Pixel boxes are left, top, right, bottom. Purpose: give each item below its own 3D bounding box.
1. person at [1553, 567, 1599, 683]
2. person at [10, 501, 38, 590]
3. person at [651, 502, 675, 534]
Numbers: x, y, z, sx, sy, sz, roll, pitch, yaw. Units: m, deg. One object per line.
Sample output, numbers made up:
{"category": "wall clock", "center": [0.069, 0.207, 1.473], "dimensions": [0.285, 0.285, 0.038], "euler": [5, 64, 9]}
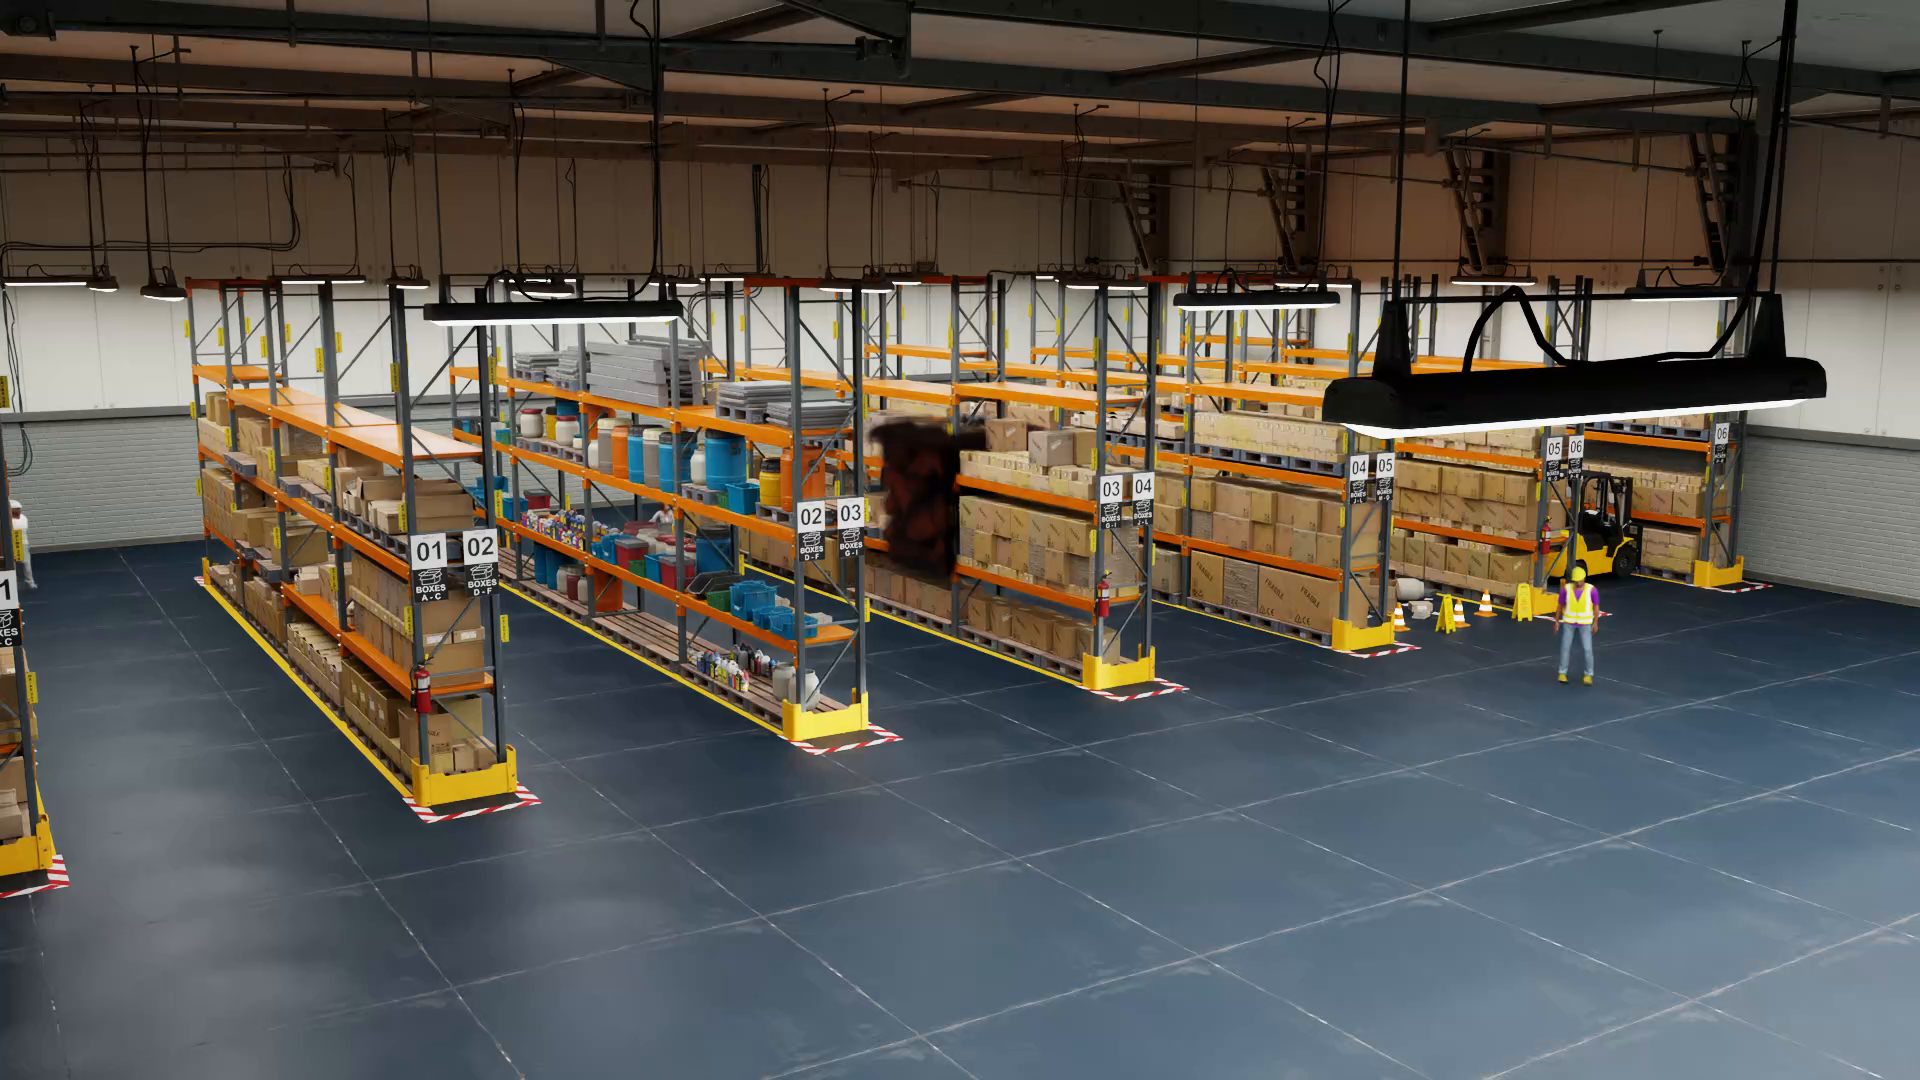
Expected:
{"category": "person", "center": [9.298, 1.267, 25.122], "dimensions": [0.627, 1.764, 0.420], "euler": [4, 10, 22]}
{"category": "person", "center": [-18.224, 0.099, 32.127], "dimensions": [1.047, 1.709, 0.550], "euler": [9, 13, 42]}
{"category": "person", "center": [-5.986, -0.041, 33.635], "dimensions": [0.568, 1.589, 0.648], "euler": [-5, 11, -27]}
